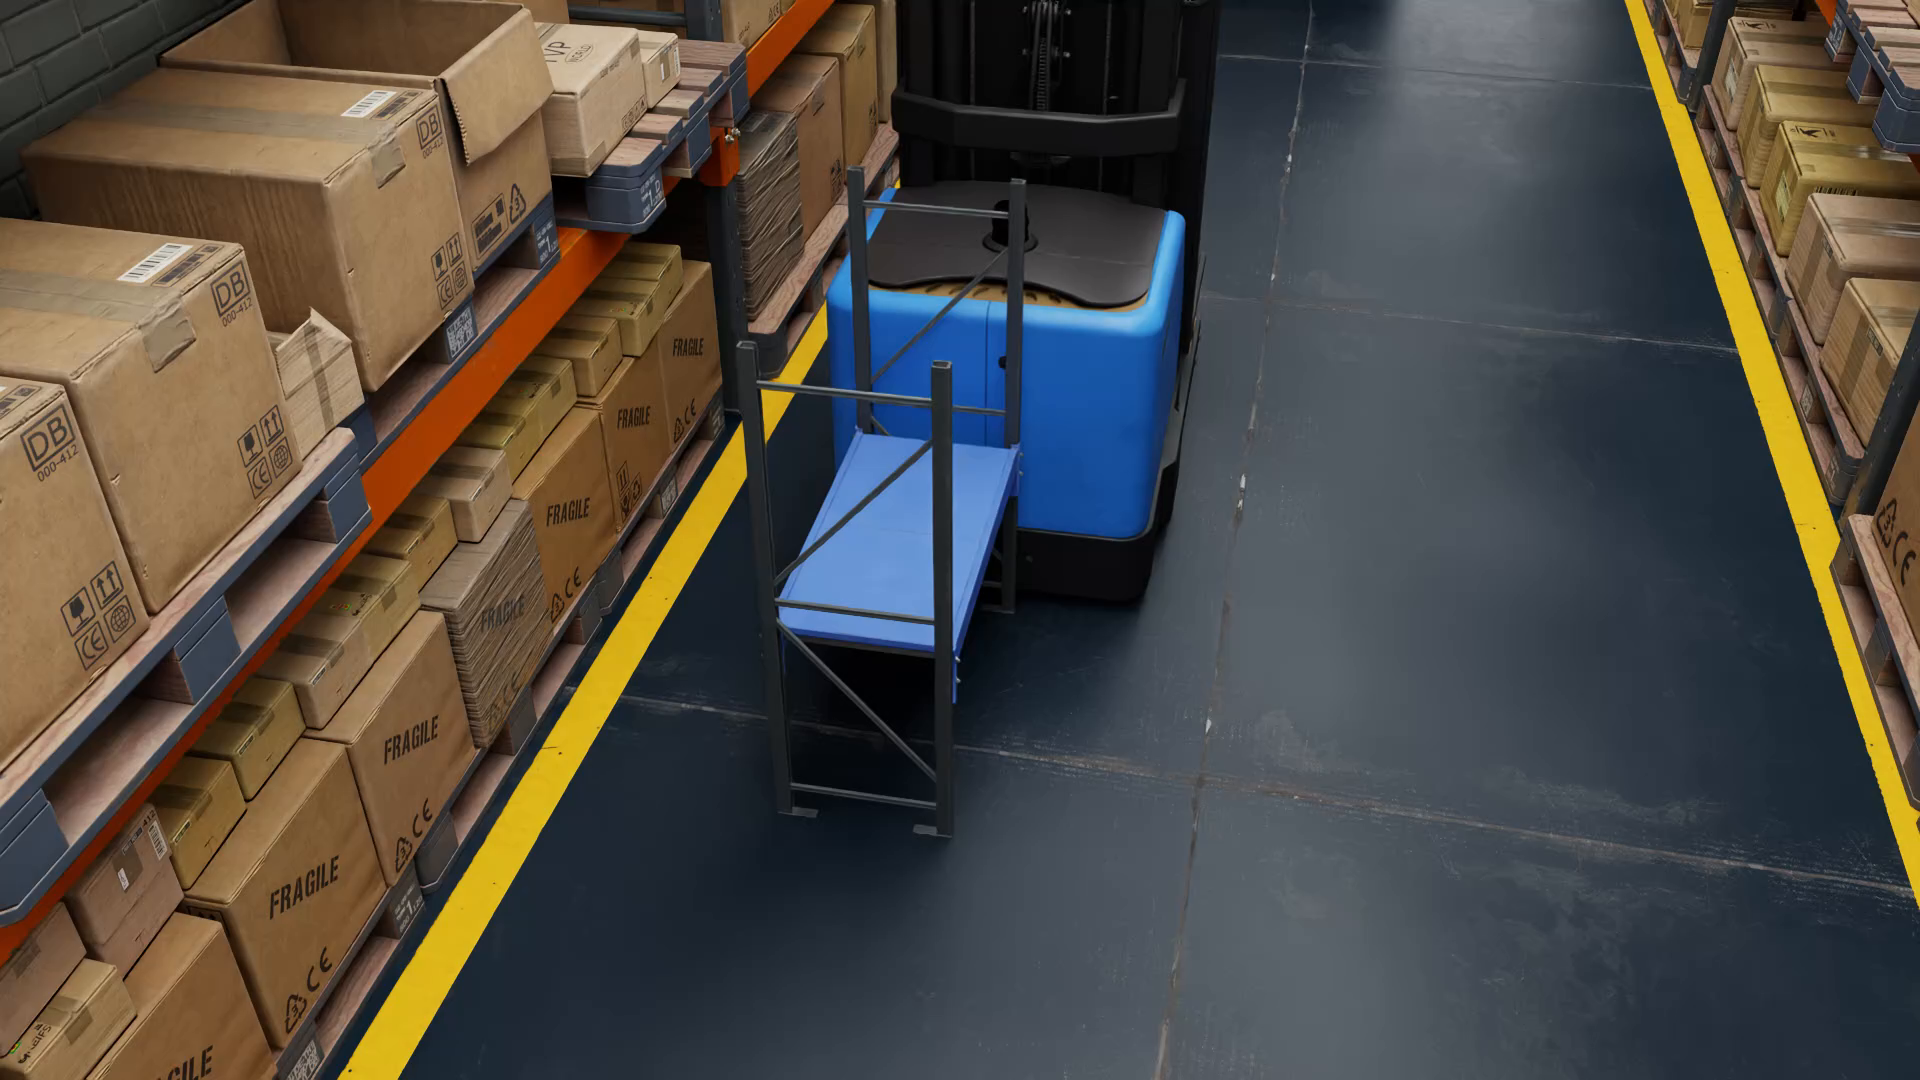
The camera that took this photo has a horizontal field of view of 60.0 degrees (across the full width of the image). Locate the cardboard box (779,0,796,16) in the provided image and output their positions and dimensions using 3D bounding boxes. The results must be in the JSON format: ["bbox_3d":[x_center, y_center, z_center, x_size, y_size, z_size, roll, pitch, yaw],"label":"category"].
[{"bbox_3d":[-0.859,-2.241,6.414,0.500,0.250,0.500,7,36,9],"label":"cardboard box"}]

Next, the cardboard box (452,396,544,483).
[{"bbox_3d":[-1.443,-0.301,4.829,0.380,0.149,0.250,7,36,9],"label":"cardboard box"}]

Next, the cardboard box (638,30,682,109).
[{"bbox_3d":[-1.070,-1.434,5.028,0.380,0.149,0.250,8,37,11],"label":"cardboard box"}]

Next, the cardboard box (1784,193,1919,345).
[{"bbox_3d":[3.826,-1.023,6.487,0.950,0.372,0.625,7,36,9],"label":"cardboard box"}]

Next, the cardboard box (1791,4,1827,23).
[{"bbox_3d":[4.790,-2.824,9.076,0.500,0.250,0.500,6,36,8],"label":"cardboard box"}]

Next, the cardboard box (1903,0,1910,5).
[{"bbox_3d":[3.444,-1.912,5.688,0.380,0.149,0.250,6,36,8],"label":"cardboard box"}]

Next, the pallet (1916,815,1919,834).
[{"bbox_3d":[3.041,1.099,4.054,1.003,0.211,1.213,7,37,10],"label":"pallet"}]

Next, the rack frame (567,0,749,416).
[{"bbox_3d":[-1.305,-1.790,5.664,1.000,3.000,0.127,7,37,10],"label":"rack frame"}]

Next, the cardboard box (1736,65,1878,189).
[{"bbox_3d":[4.140,-1.856,7.636,0.950,0.372,0.625,10,37,13],"label":"cardboard box"}]

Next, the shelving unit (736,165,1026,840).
[{"bbox_3d":[-0.166,-0.107,4.620,0.538,1.500,1.048,7,36,9],"label":"shelving unit"}]

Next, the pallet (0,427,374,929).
[{"bbox_3d":[-1.882,0.136,3.169,1.003,0.211,1.213,7,37,10],"label":"pallet"}]

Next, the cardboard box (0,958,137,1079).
[{"bbox_3d":[-1.822,0.910,3.158,0.380,0.149,0.250,9,37,12],"label":"cardboard box"}]

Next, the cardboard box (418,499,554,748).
[{"bbox_3d":[-1.504,0.207,4.680,0.500,0.500,0.500,6,36,8],"label":"cardboard box"}]

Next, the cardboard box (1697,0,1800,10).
[{"bbox_3d":[4.264,-3.196,8.950,0.500,0.500,0.500,7,36,9],"label":"cardboard box"}]

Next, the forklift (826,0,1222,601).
[{"bbox_3d":[0.373,-1.852,5.808,1.130,2.935,3.031,7,36,9],"label":"forklift"}]

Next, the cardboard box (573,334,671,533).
[{"bbox_3d":[-1.302,-0.393,5.509,0.500,0.500,0.500,7,36,9],"label":"cardboard box"}]

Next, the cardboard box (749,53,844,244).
[{"bbox_3d":[-1.026,-1.730,7.247,0.875,0.625,0.625,8,37,11],"label":"cardboard box"}]

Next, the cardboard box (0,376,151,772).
[{"bbox_3d":[-1.837,0.043,2.691,0.700,0.500,0.500,8,37,11],"label":"cardboard box"}]

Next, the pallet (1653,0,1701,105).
[{"bbox_3d":[4.509,-2.724,9.328,1.003,0.211,1.213,7,37,10],"label":"pallet"}]

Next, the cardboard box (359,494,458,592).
[{"bbox_3d":[-1.575,-0.005,4.420,0.380,0.149,0.250,7,37,10],"label":"cardboard box"}]

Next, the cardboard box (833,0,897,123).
[{"bbox_3d":[-0.724,-2.547,8.374,0.875,0.625,0.625,7,37,9],"label":"cardboard box"}]

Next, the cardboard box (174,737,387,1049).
[{"bbox_3d":[-1.732,0.790,3.877,0.500,0.500,0.500,7,36,9],"label":"cardboard box"}]

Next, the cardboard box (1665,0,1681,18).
[{"bbox_3d":[4.367,-3.199,9.593,0.500,0.250,0.500,6,36,9],"label":"cardboard box"}]

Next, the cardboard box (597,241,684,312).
[{"bbox_3d":[-1.163,-0.896,5.649,0.380,0.149,0.250,6,36,8],"label":"cardboard box"}]

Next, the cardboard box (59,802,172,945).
[{"bbox_3d":[-1.814,0.635,3.284,0.380,0.149,0.250,6,36,8],"label":"cardboard box"}]

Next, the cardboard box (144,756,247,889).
[{"bbox_3d":[-1.795,0.593,3.595,0.380,0.149,0.250,6,36,8],"label":"cardboard box"}]

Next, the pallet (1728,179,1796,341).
[{"bbox_3d":[3.977,-1.186,7.207,1.003,0.211,1.213,7,37,10],"label":"pallet"}]

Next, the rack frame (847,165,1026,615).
[{"bbox_3d":[-0.066,-0.400,5.024,0.500,1.500,0.032,7,36,9],"label":"rack frame"}]

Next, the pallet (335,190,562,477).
[{"bbox_3d":[-1.715,-0.597,4.181,1.003,0.211,1.213,7,37,10],"label":"pallet"}]

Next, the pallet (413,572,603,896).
[{"bbox_3d":[-1.764,0.460,4.936,1.003,0.211,1.213,7,37,10],"label":"pallet"}]

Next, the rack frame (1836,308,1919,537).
[{"bbox_3d":[3.545,-1.170,4.808,1.000,3.000,0.127,7,37,10],"label":"rack frame"}]

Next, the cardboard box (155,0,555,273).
[{"bbox_3d":[-1.472,-1.043,4.187,0.797,0.503,0.637,7,36,9],"label":"cardboard box"}]

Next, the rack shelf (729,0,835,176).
[{"bbox_3d":[-0.877,-2.645,7.457,1.077,0.370,4.000,7,37,10],"label":"rack shelf"}]

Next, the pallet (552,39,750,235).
[{"bbox_3d":[-1.381,-1.315,5.172,1.213,0.211,1.003,7,37,10],"label":"pallet"}]

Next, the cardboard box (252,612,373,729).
[{"bbox_3d":[-1.660,0.296,4.005,0.380,0.149,0.250,7,37,10],"label":"cardboard box"}]

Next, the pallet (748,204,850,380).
[{"bbox_3d":[-1.091,-1.128,7.127,1.003,0.211,1.213,7,37,10],"label":"pallet"}]

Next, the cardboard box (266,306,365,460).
[{"bbox_3d":[-1.487,-0.361,3.449,0.396,0.266,0.258,9,37,12],"label":"cardboard box"}]

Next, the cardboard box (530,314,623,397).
[{"bbox_3d":[-1.290,-0.590,5.227,0.380,0.149,0.250,6,36,8],"label":"cardboard box"}]

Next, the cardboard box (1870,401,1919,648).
[{"bbox_3d":[3.317,-0.094,4.777,0.875,0.875,0.875,7,37,10],"label":"cardboard box"}]
